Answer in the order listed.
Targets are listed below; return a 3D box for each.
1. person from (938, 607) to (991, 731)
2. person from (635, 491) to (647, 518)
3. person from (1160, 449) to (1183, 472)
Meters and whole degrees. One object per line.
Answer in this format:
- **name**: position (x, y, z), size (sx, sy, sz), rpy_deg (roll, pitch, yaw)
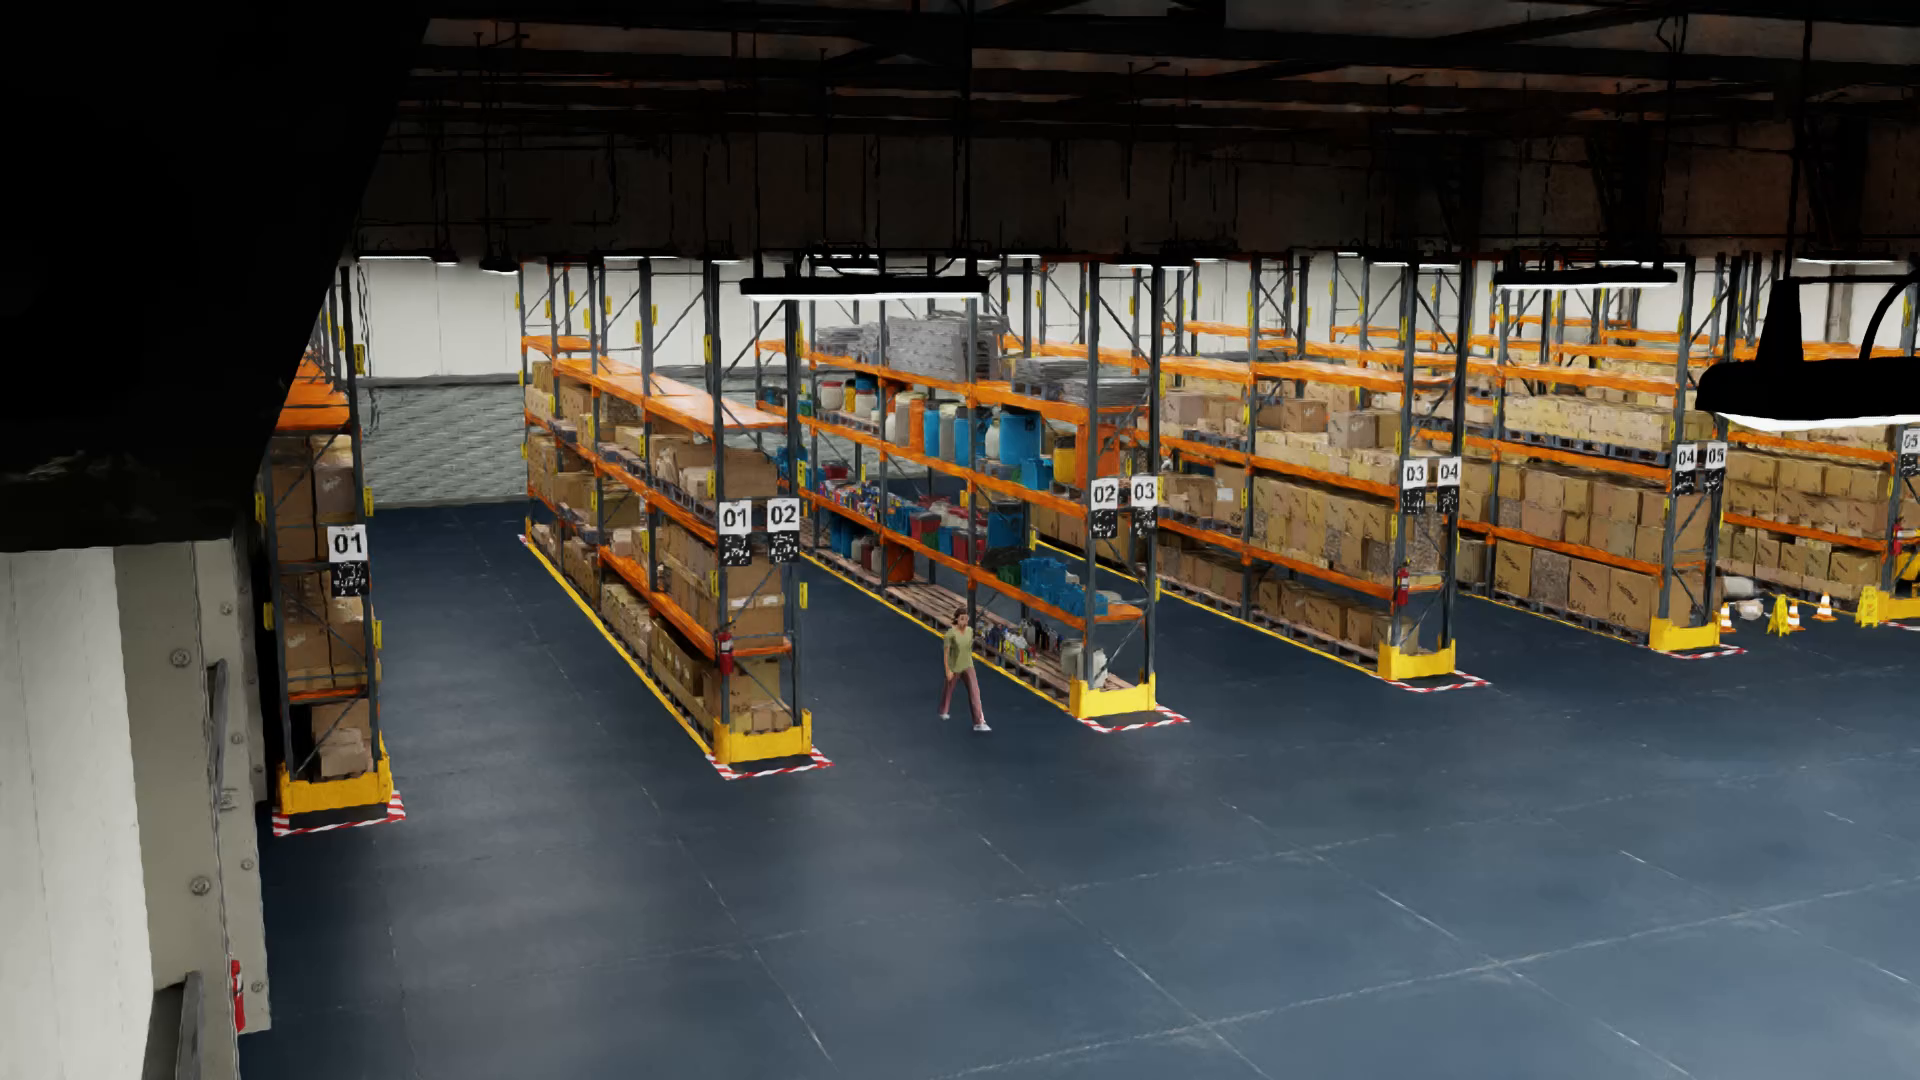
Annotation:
- **person**: position (0.000, 1.642, 21.525), size (0.451, 1.586, 1.099), rpy_deg (-5, 11, -24)
- **person**: position (-6.433, -0.651, 33.780), size (0.561, 1.707, 1.127), rpy_deg (-5, 11, -24)
- **person**: position (4.778, -1.300, 37.683), size (0.580, 1.618, 0.507), rpy_deg (-5, 11, -24)
